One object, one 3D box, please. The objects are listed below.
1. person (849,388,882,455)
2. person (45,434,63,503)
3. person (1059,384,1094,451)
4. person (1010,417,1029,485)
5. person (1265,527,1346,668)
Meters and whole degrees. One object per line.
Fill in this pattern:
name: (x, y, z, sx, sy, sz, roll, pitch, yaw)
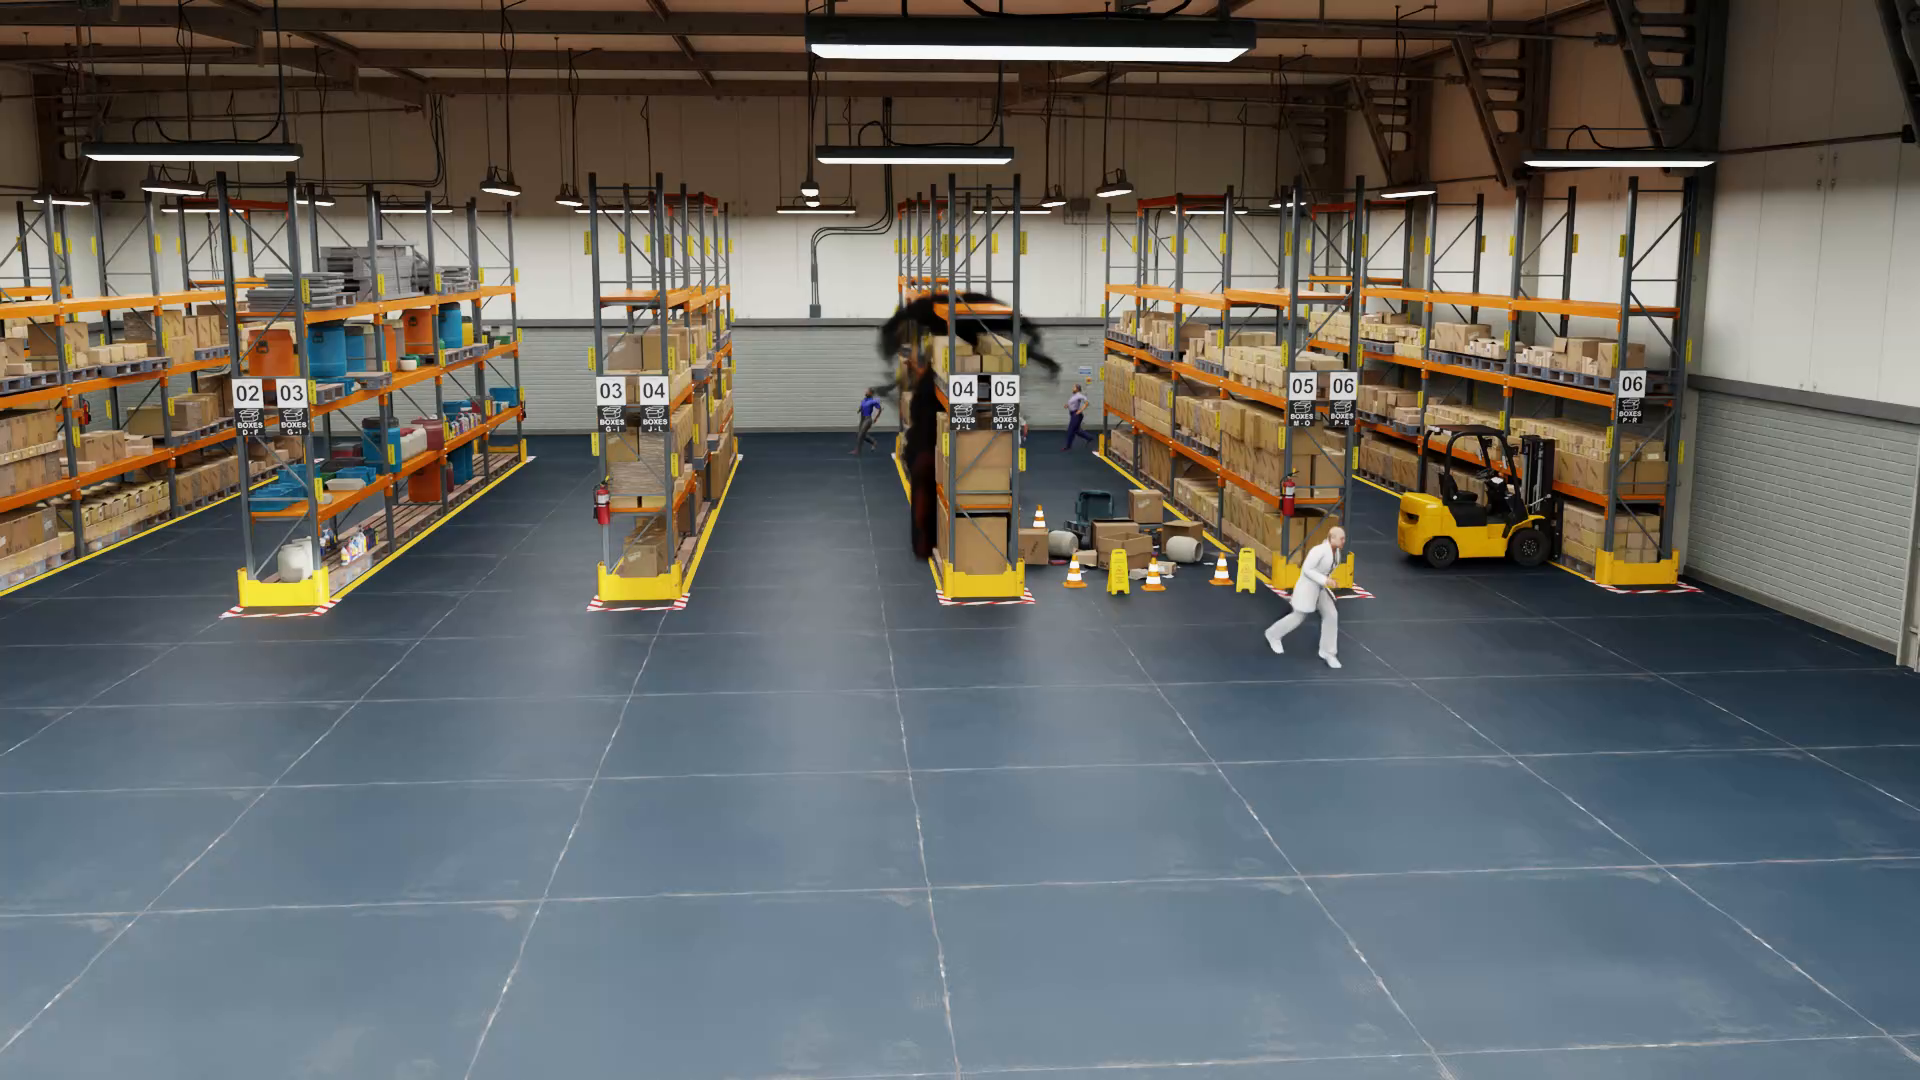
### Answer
person: (-2.275, -2.877, 40.273, 0.875, 1.603, 0.638, -8, 13, -38)
person: (-17.581, -1.457, 32.182, 0.545, 1.726, 0.758, -3, 11, -17)
person: (2.893, -3.044, 41.153, 0.922, 1.647, 0.606, -2, 10, -11)
person: (1.076, -1.966, 34.677, 0.656, 1.792, 0.981, -1, 10, -6)
person: (4.213, 0.655, 20.246, 1.083, 1.742, 0.754, 8, 13, 38)
